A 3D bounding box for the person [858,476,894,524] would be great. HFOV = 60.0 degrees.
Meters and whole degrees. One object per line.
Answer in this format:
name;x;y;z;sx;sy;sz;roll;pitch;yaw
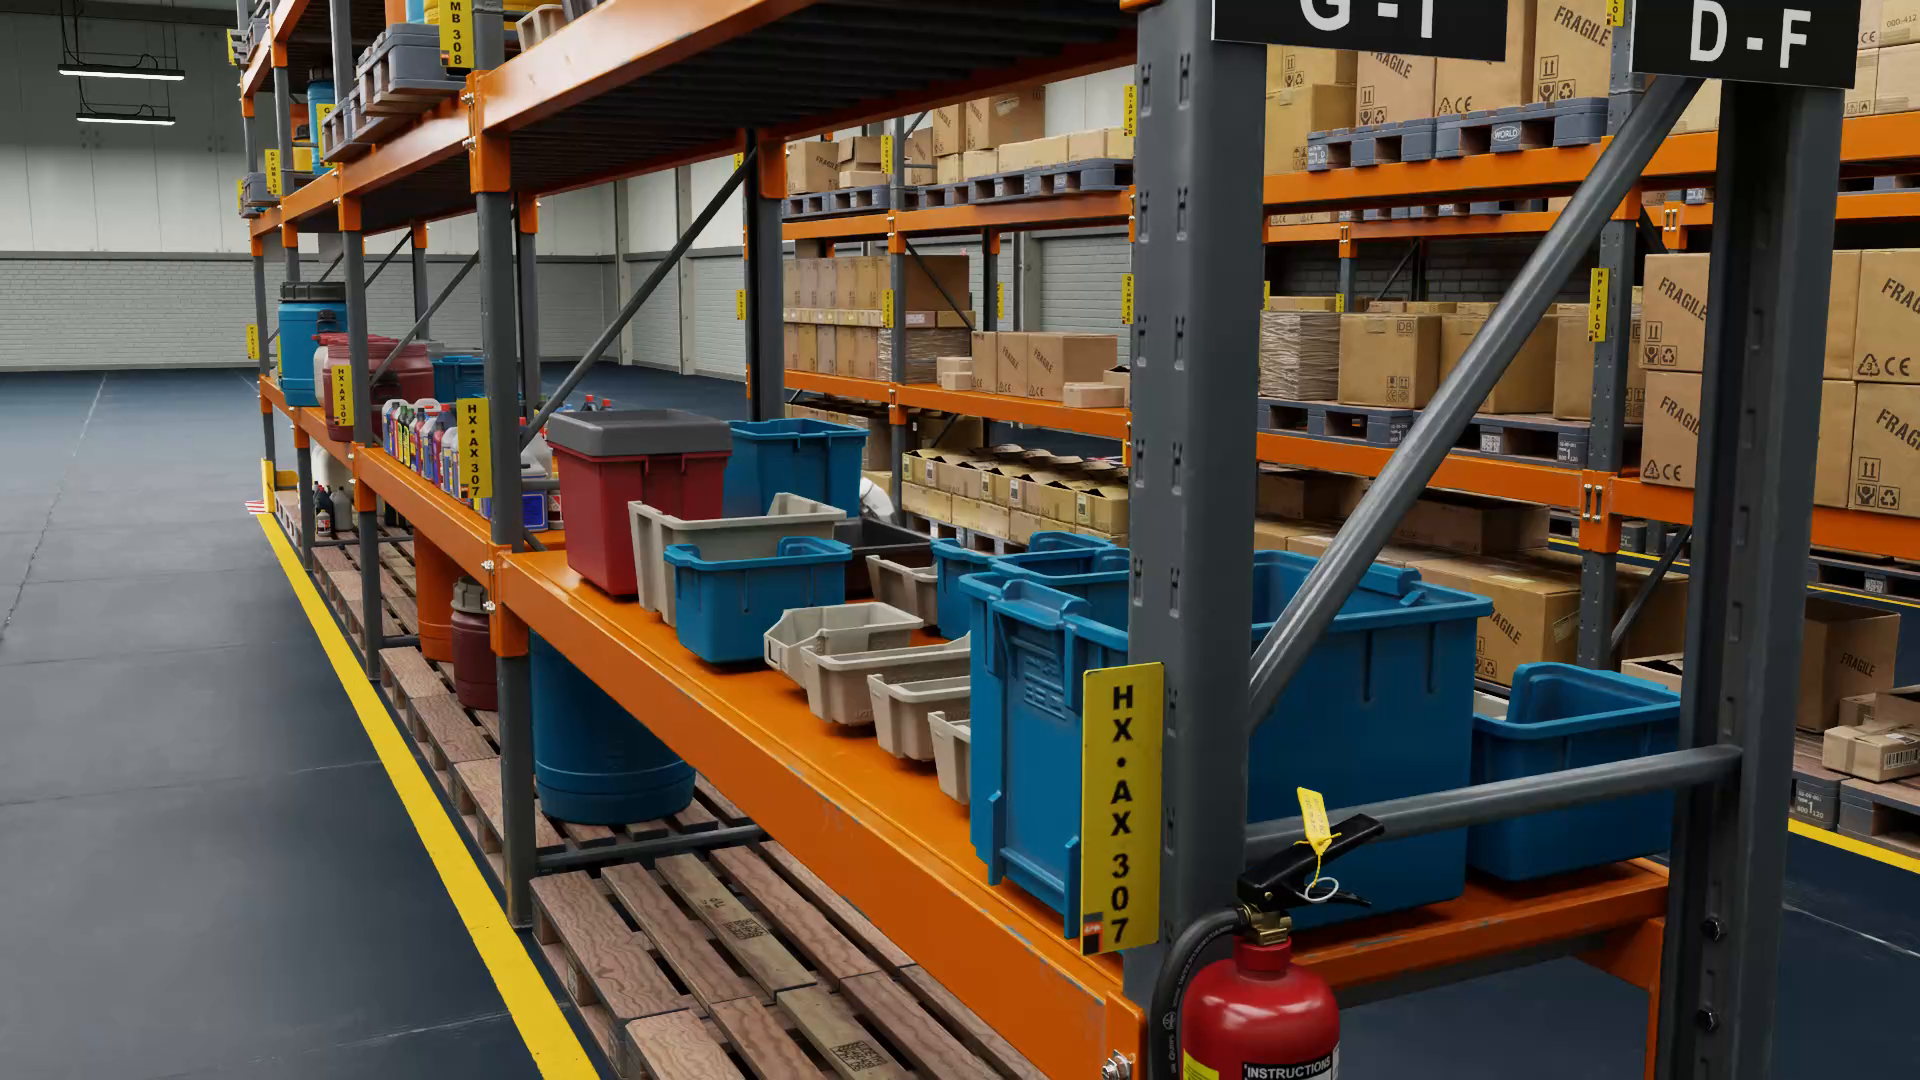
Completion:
person;-0.821;0.063;9.693;0.883;1.291;0.460;-5;10;-28
